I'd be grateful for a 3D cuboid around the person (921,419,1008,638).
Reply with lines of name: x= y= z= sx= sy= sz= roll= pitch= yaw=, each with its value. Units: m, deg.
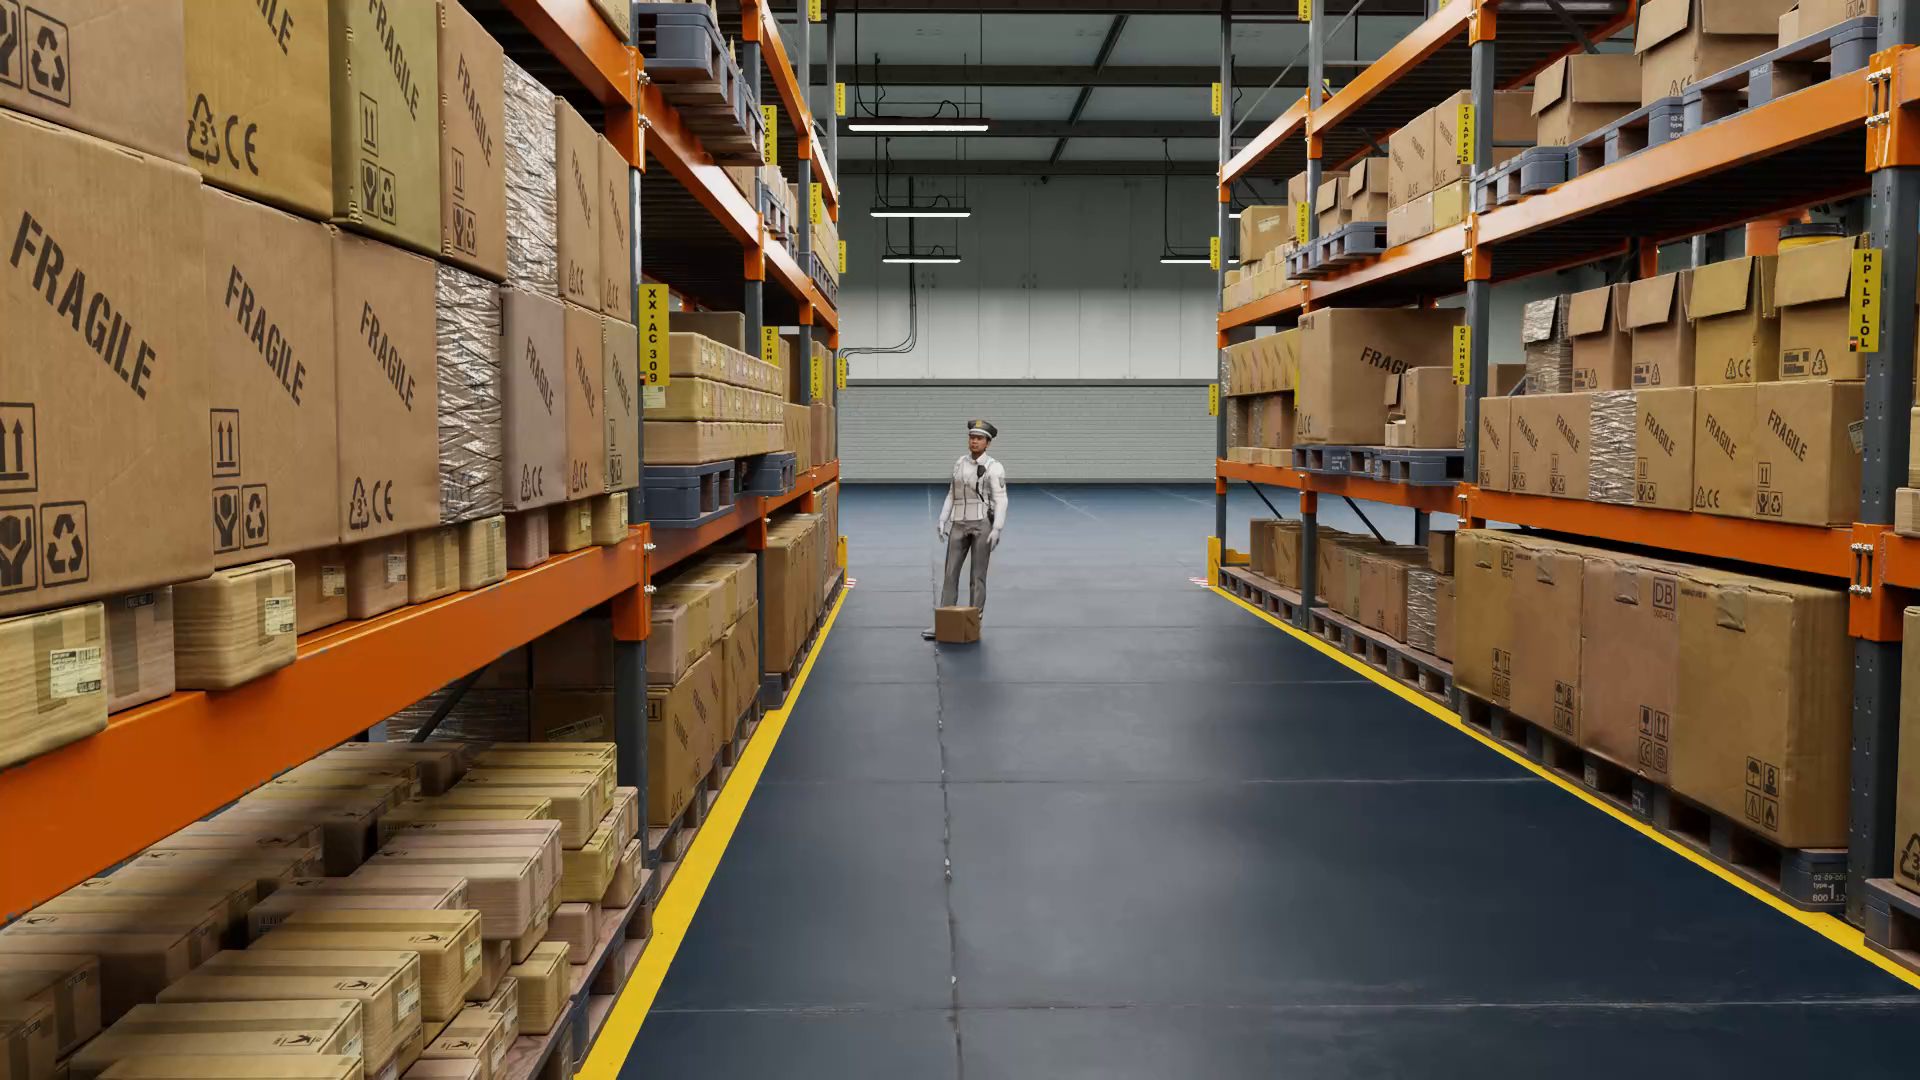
person: x=0.061 y=-0.090 z=12.950 sx=0.586 sy=1.694 sz=0.531 roll=2 pitch=5 yaw=32
